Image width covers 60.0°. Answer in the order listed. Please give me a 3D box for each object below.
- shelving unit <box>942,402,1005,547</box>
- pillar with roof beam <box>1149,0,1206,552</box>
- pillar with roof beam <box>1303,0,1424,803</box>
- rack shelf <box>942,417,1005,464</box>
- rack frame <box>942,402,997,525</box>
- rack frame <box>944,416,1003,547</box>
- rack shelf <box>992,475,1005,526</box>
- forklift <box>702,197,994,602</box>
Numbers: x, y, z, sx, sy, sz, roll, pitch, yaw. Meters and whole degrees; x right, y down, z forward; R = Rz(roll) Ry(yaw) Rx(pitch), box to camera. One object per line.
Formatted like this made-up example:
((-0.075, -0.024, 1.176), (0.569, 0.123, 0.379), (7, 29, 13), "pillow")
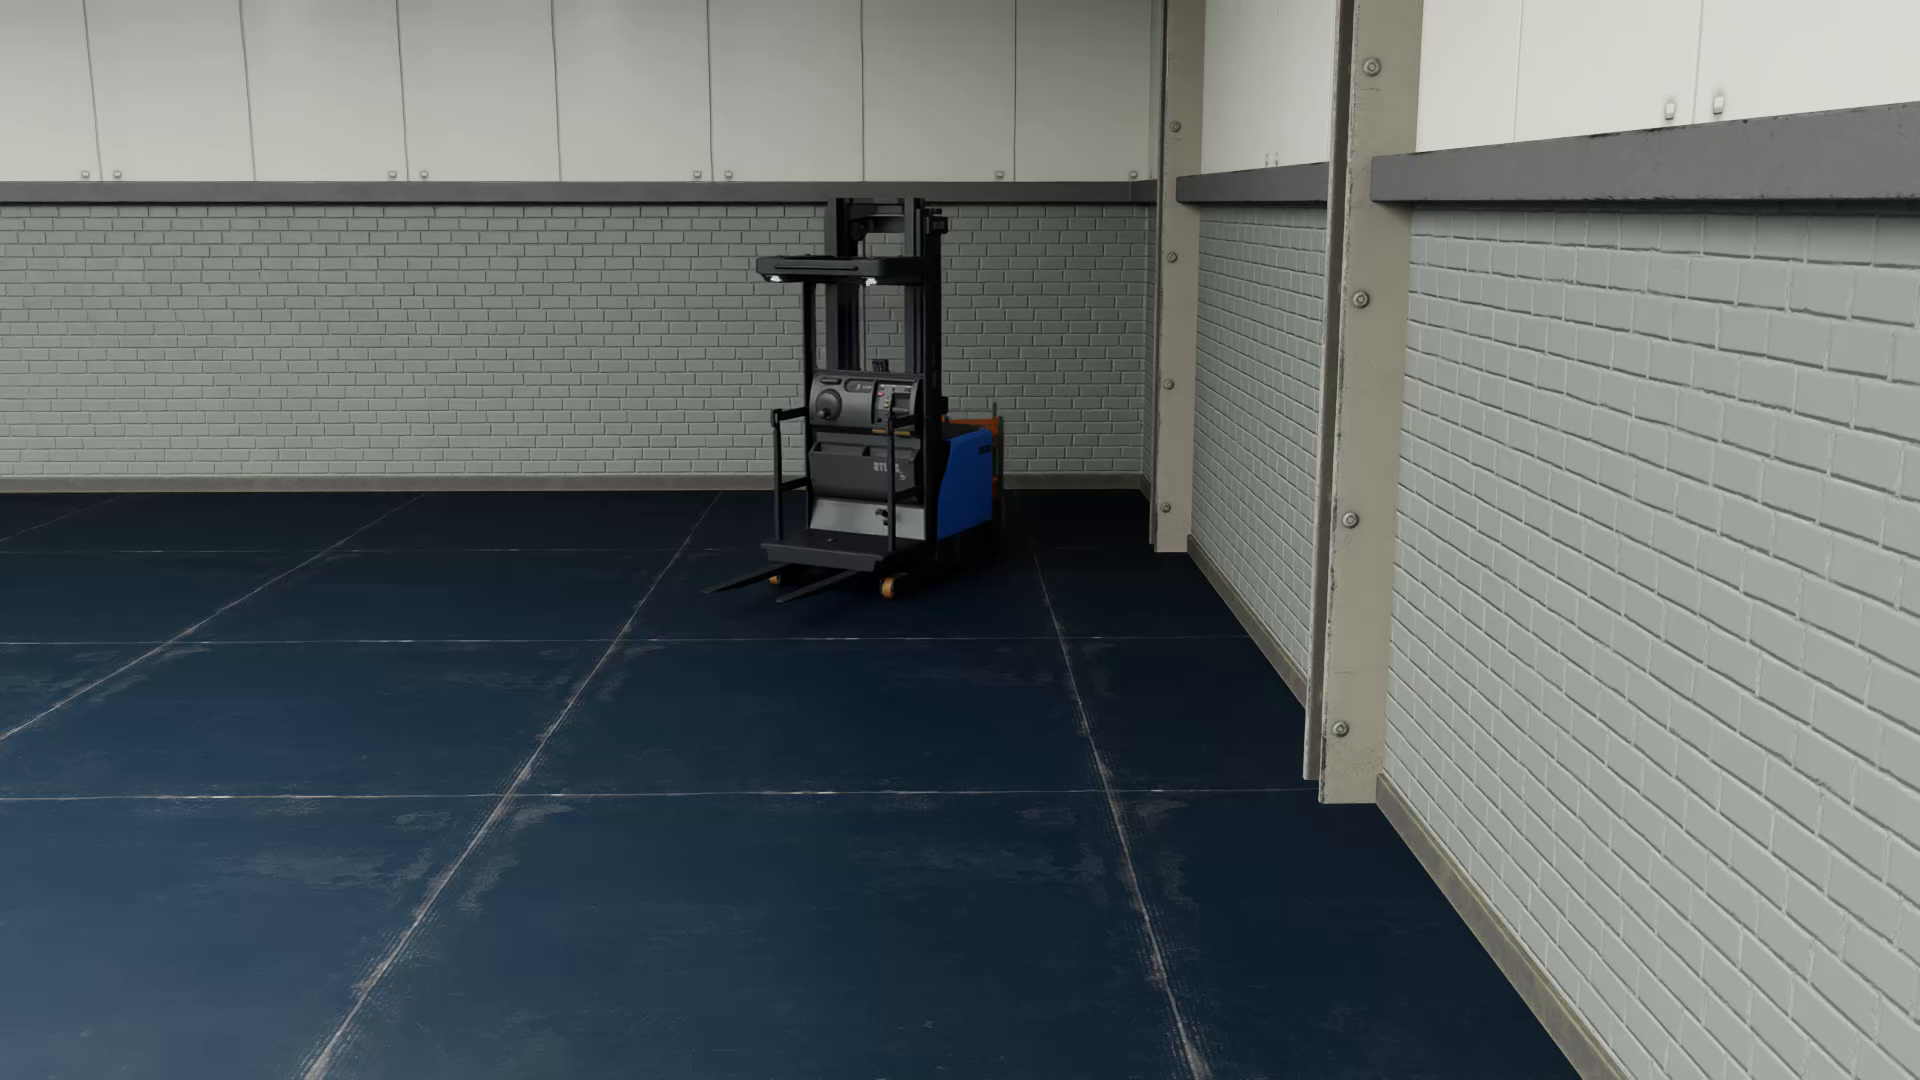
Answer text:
((0.102, -0.592, 14.650), (0.538, 1.125, 1.048), (0, 11, -2), "shelving unit")
((-2.505, -4.330, 13.270), (9.100, 9.000, 0.400), (0, 11, -1), "pillar with roof beam")
((-2.381, -3.138, 7.391), (9.100, 9.000, 0.400), (0, 11, -1), "pillar with roof beam")
((0.102, -0.879, 14.592), (0.538, 0.278, 1.000), (0, 11, -2), "rack shelf")
((0.088, -0.693, 15.148), (0.500, 1.125, 0.032), (0, 11, -2), "rack frame")
((0.117, -0.491, 14.152), (0.500, 1.125, 0.032), (0, 11, -2), "rack frame")
((0.102, -0.353, 14.699), (0.538, 0.278, 1.000), (0, 11, -2), "rack shelf")
((-0.830, -1.095, 12.587), (1.130, 2.935, 3.031), (6, 13, 26), "forklift")
